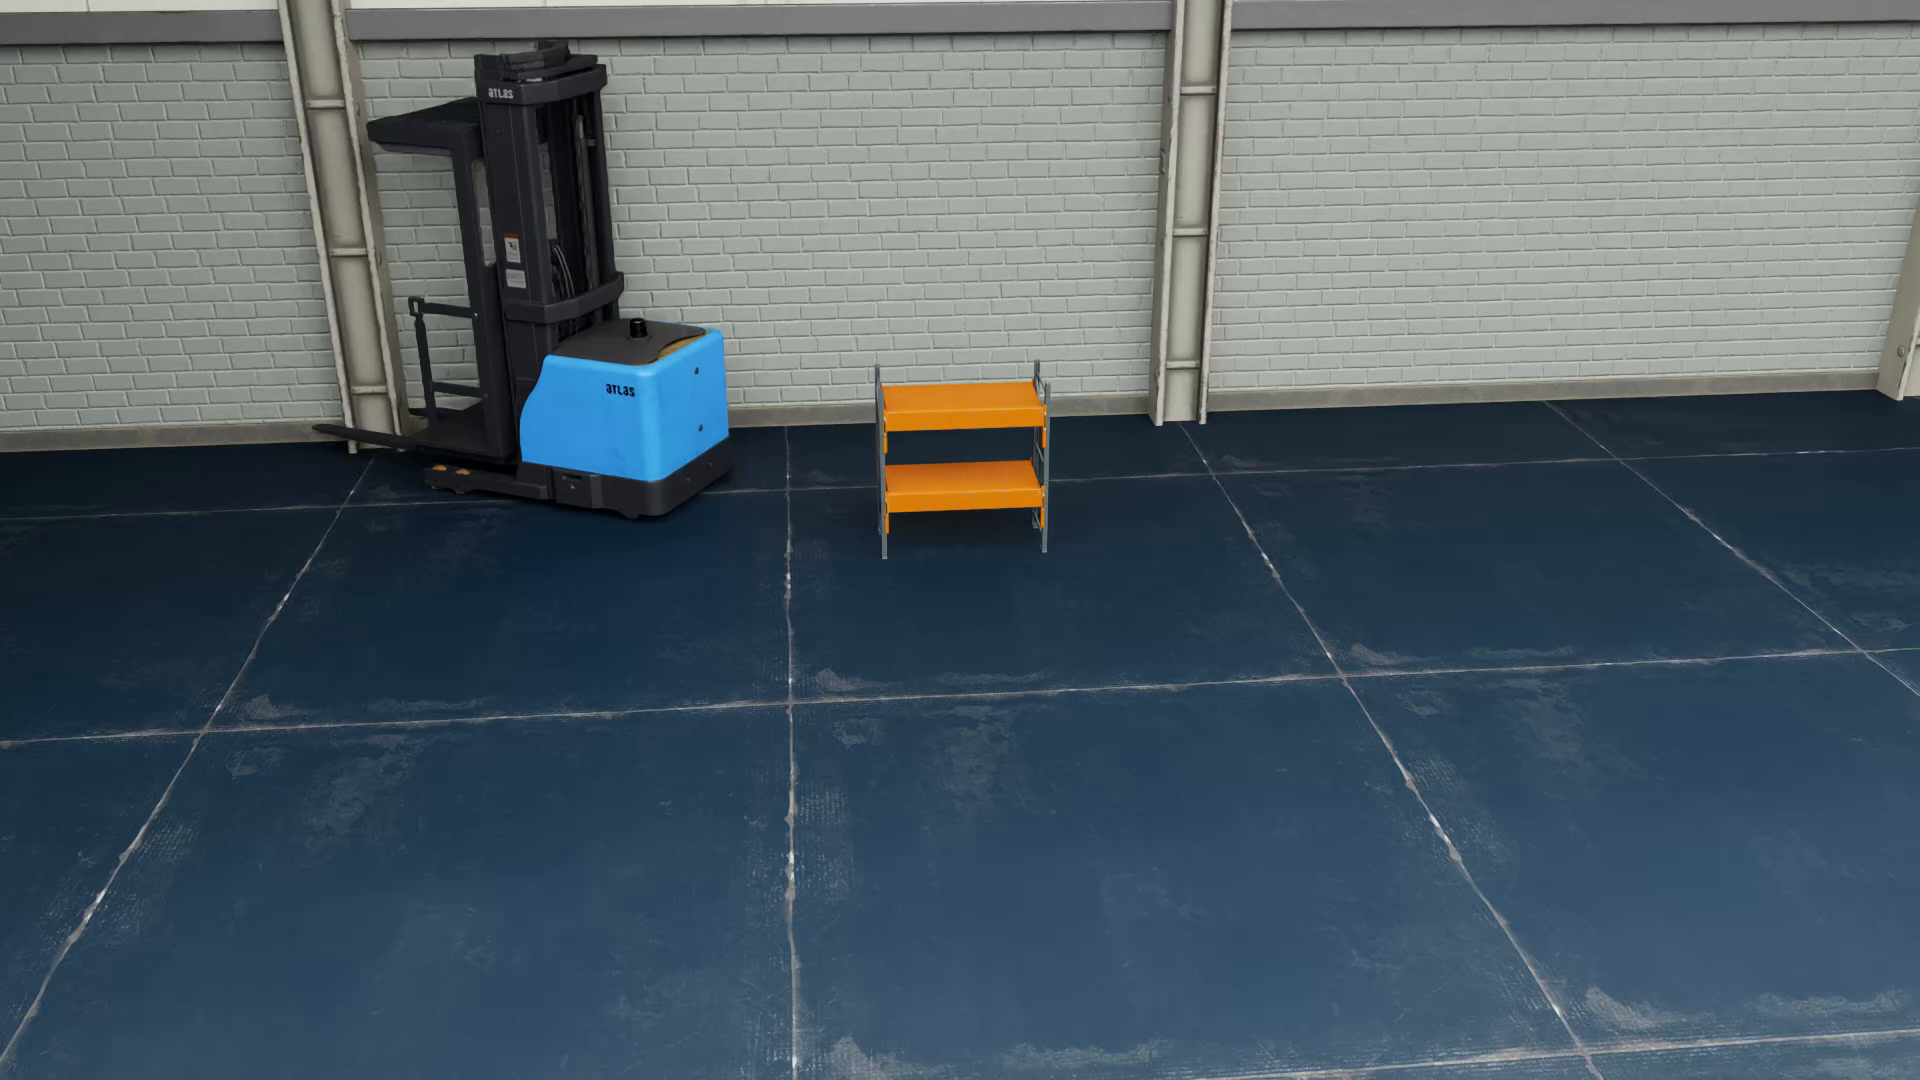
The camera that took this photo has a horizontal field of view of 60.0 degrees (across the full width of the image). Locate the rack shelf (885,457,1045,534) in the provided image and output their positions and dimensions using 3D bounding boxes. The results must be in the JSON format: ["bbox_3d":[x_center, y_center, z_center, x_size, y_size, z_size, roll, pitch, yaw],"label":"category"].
[{"bbox_3d":[0.007,-0.291,10.621,1.000,0.278,0.538,-2,24,-5],"label":"rack shelf"}]

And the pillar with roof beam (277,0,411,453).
[{"bbox_3d":[-3.871,-3.078,6.595,0.400,9.000,9.100,-2,24,-5],"label":"pillar with roof beam"}]

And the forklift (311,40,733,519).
[{"bbox_3d":[-3.169,-1.846,11.294,3.031,2.935,1.130,9,26,20],"label":"forklift"}]

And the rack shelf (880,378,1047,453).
[{"bbox_3d":[0.007,-0.782,10.403,1.000,0.278,0.538,-2,24,-5],"label":"rack shelf"}]

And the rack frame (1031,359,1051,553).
[{"bbox_3d":[0.513,-0.535,10.568,0.032,1.125,0.500,-2,24,-5],"label":"rack frame"}]

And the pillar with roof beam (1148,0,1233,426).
[{"bbox_3d":[2.100,-3.317,7.134,0.400,9.000,9.100,-2,24,-5],"label":"pillar with roof beam"}]

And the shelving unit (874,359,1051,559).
[{"bbox_3d":[0.007,-0.514,10.522,1.048,1.125,0.538,-2,24,-5],"label":"shelving unit"}]

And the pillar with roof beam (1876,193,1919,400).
[{"bbox_3d":[8.071,-3.557,7.673,0.400,9.000,9.100,-2,24,-5],"label":"pillar with roof beam"}]

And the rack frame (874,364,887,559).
[{"bbox_3d":[-0.499,-0.494,10.476,0.032,1.125,0.500,-2,24,-5],"label":"rack frame"}]
